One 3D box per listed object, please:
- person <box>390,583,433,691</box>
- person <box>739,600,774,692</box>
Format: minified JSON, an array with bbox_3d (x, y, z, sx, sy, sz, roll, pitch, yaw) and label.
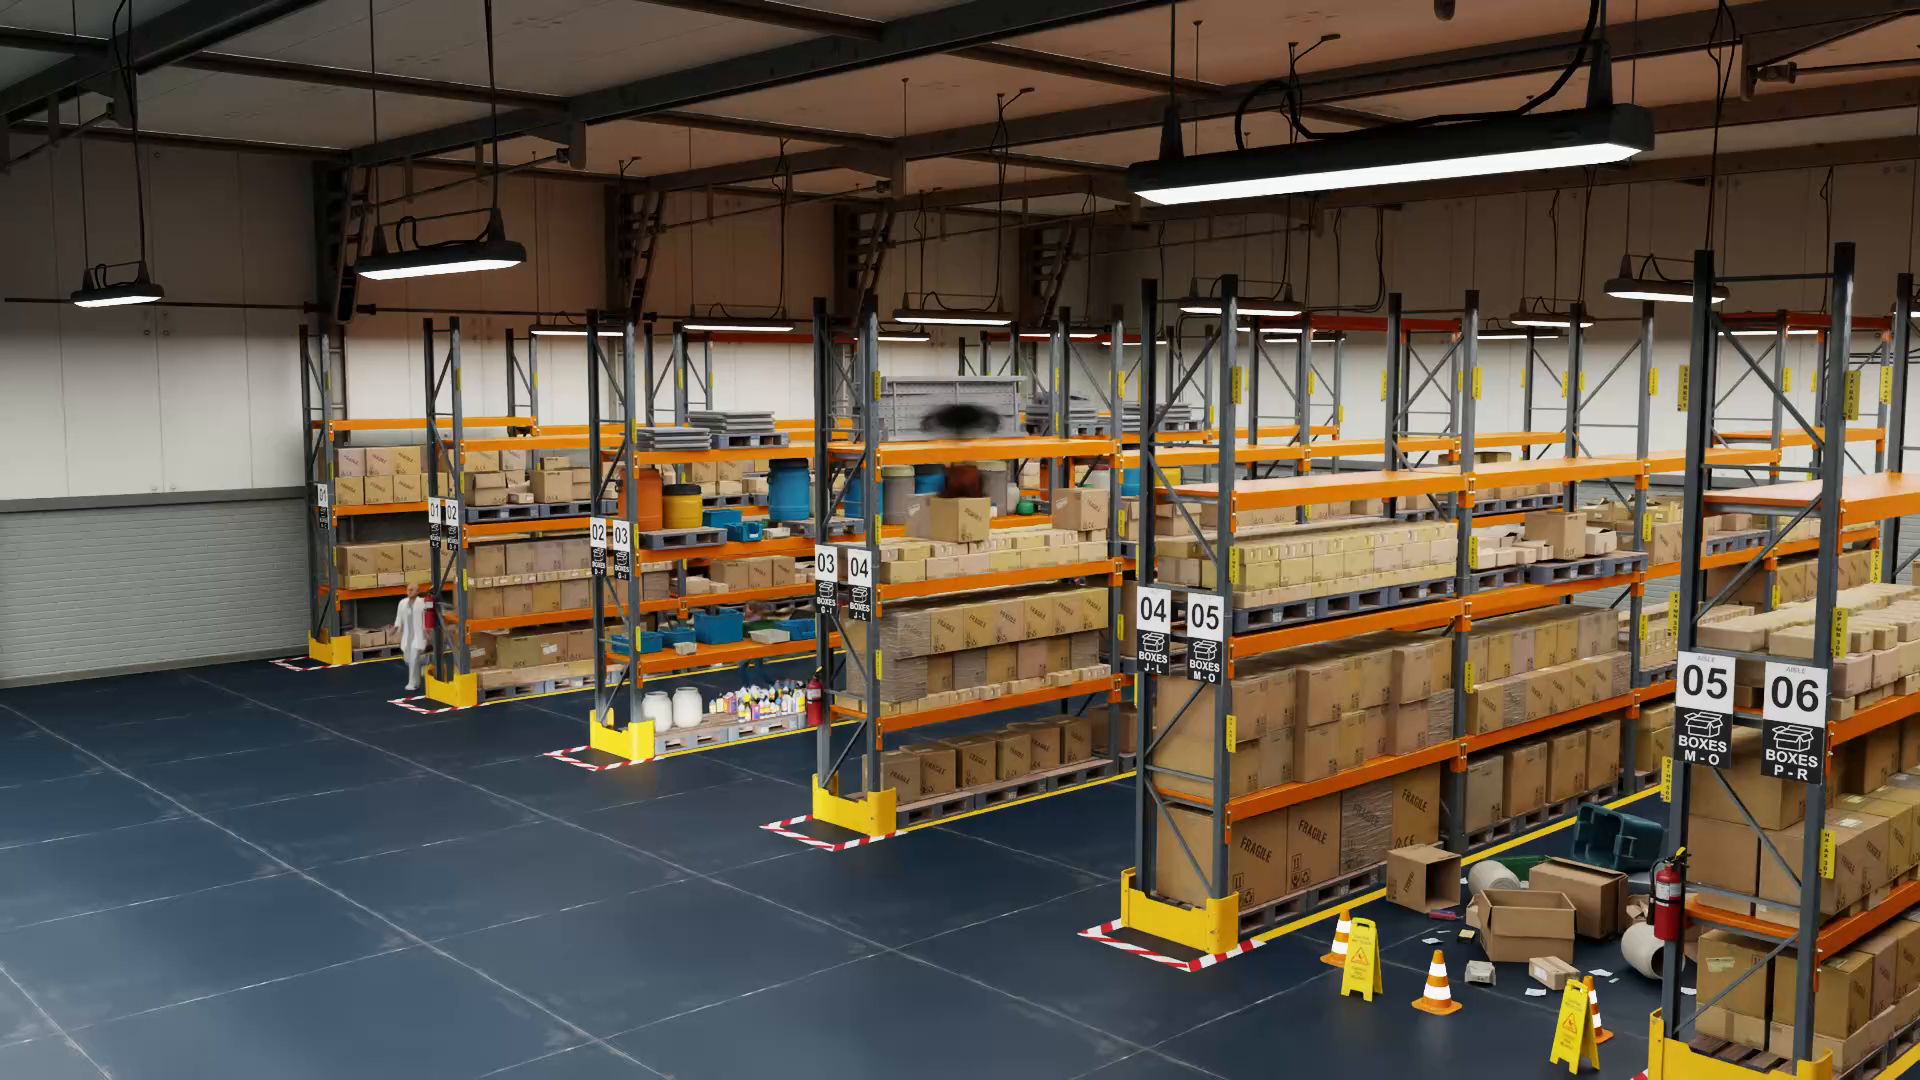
[{"bbox_3d":[-8.898,1.563,27.277,0.722,1.731,0.797,1,6,13],"label":"person"},{"bbox_3d":[-3.185,1.797,25.948,0.705,1.549,0.541,-4,7,-36],"label":"person"}]
